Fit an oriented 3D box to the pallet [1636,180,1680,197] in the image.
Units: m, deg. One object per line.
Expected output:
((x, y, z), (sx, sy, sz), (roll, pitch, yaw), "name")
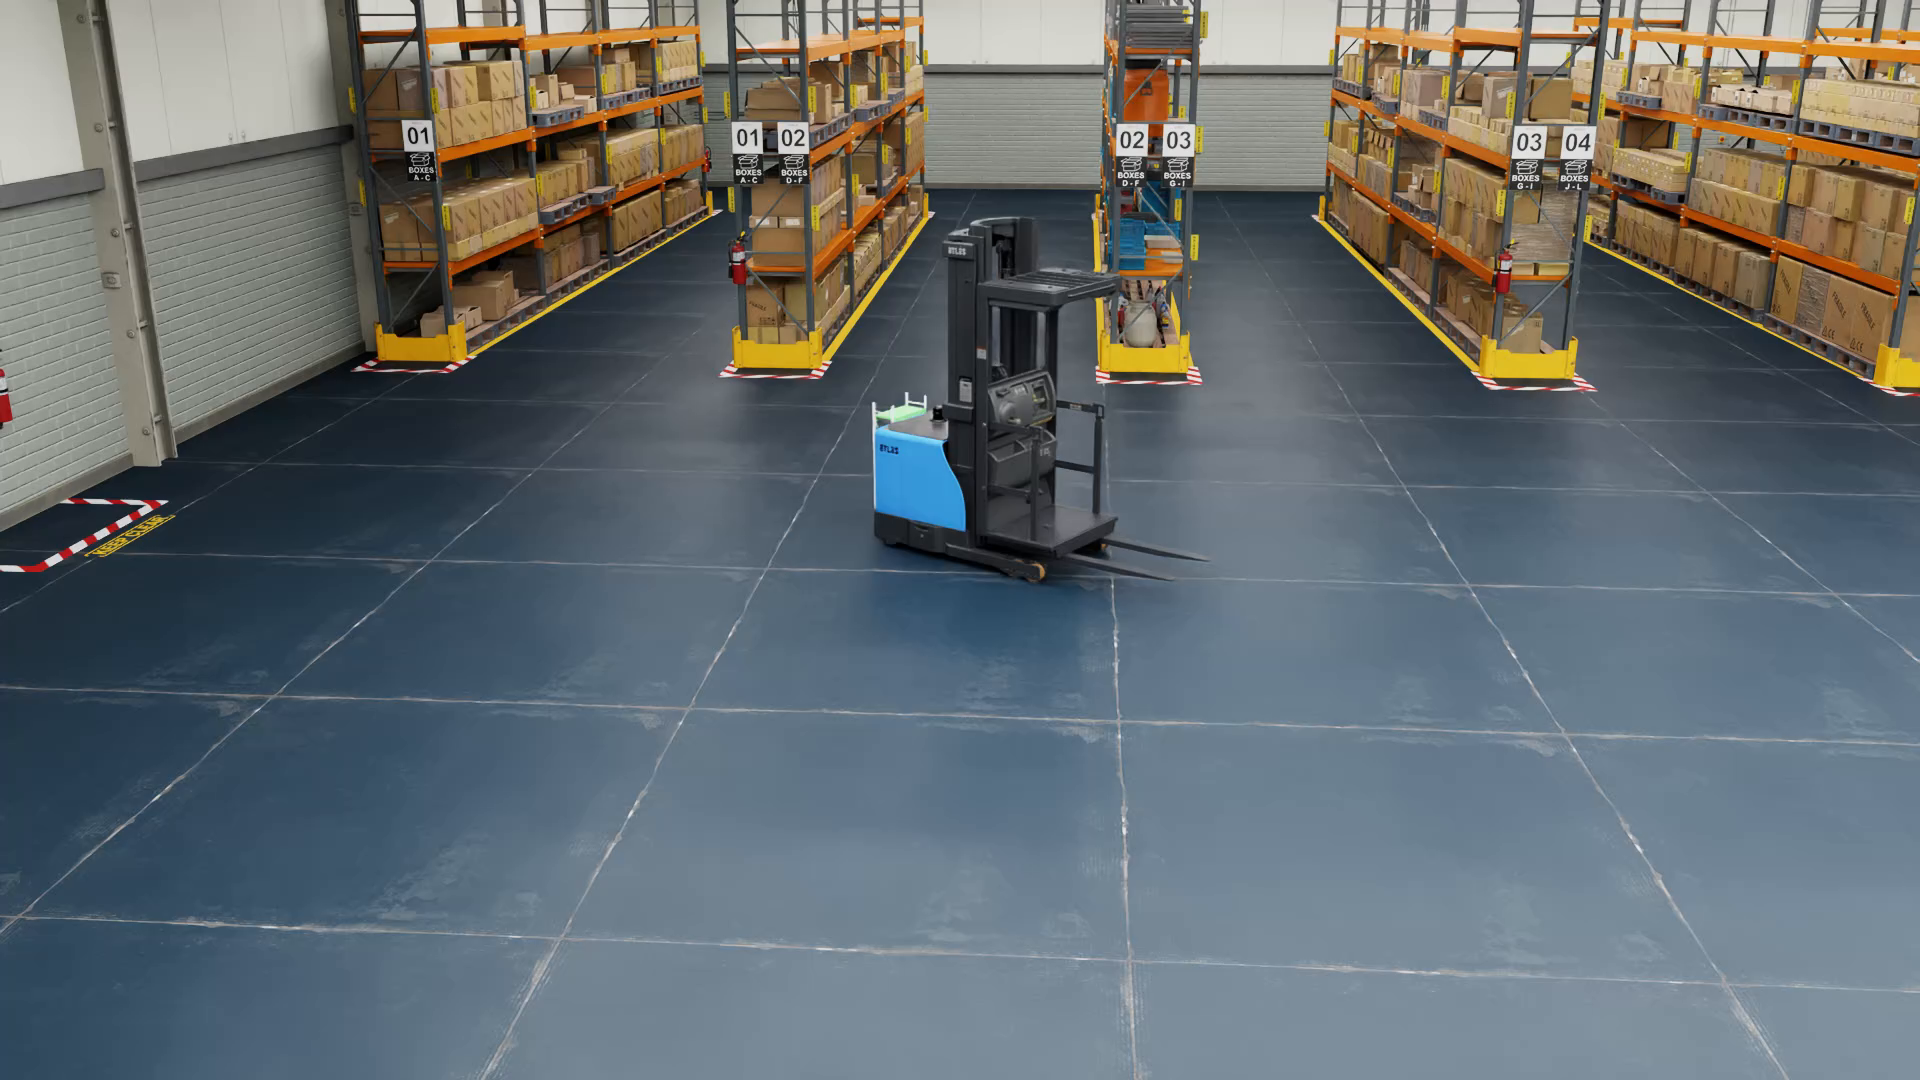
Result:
((13.045, -6.433, 30.373), (1.003, 0.211, 1.213), (1, 18, 4), "pallet")

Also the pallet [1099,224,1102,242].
((3.364, -6.307, 34.160), (1.003, 0.211, 1.213), (1, 18, 4), "pallet")

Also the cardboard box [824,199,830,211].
((-2.078, -4.820, 23.941), (0.380, 0.149, 0.250), (2, 18, 6), "cardboard box")

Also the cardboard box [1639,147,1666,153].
((13.517, -7.488, 32.646), (0.500, 0.500, 0.500), (1, 18, 3), "cardboard box")

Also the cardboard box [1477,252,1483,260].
((7.318, -3.928, 22.824), (0.380, 0.149, 0.250), (1, 18, 4), "cardboard box")

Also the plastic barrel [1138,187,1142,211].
((3.148, -5.638, 27.420), (0.433, 0.535, 0.433), (0, 18, 0), "plastic barrel")

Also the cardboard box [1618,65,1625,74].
((12.989, -9.118, 32.238), (0.380, 0.149, 0.250), (2, 18, 5), "cardboard box")

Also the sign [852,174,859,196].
((-1.610, -5.468, 25.601), (0.100, 0.325, 0.005), (1, 18, 4), "sign")

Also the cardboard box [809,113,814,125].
((-2.190, -5.722, 22.581), (0.380, 0.149, 0.250), (1, 18, 4), "cardboard box")

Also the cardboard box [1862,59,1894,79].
((18.240, -9.213, 32.730), (0.797, 0.503, 0.637), (3, 18, 8), "cardboard box")

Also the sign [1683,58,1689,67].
((13.784, -8.998, 31.612), (0.100, 0.325, 0.005), (1, 18, 4), "sign")

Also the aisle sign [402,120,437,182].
((-7.097, -5.104, 21.834), (0.394, 0.787, 0.004), (1, 18, 4), "aisle sign")

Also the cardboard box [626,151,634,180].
((-6.444, -7.042, 31.254), (0.500, 0.500, 0.500), (1, 18, 4), "cardboard box")

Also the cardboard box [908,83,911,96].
((-1.268, -9.170, 33.842), (0.500, 0.250, 0.500), (1, 18, 4), "cardboard box")

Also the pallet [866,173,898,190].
((-1.742, -6.786, 31.450), (1.003, 0.211, 1.213), (1, 18, 4), "pallet")

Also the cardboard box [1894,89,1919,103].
((12.094, -5.625, 21.070), (0.380, 0.149, 0.250), (2, 18, 5), "cardboard box")

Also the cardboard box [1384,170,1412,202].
((7.792, -6.257, 29.367), (0.500, 0.500, 0.500), (2, 18, 6), "cardboard box")

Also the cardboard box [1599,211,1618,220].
((12.975, -6.475, 33.141), (0.380, 0.149, 0.250), (2, 18, 5), "cardboard box")

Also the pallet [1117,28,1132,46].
((2.661, -6.853, 22.659), (1.003, 0.211, 1.213), (1, 18, 4), "pallet")

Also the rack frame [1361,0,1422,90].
((8.290, -10.144, 31.755), (1.000, 3.000, 0.127), (1, 18, 4), "rack frame")

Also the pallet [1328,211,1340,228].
((8.598, -6.960, 36.152), (1.003, 0.211, 1.213), (1, 18, 4), "pallet")

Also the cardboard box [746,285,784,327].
((-2.709, -3.211, 22.768), (0.500, 0.500, 0.500), (1, 18, 4), "cardboard box")

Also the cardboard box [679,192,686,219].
((-6.297, -7.181, 35.689), (0.700, 0.500, 0.500), (2, 18, 5), "cardboard box")

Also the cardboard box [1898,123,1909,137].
((12.075, -5.166, 20.949), (0.380, 0.149, 0.250), (1, 18, 4), "cardboard box")

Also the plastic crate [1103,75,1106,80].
((3.253, -9.573, 34.931), (0.504, 0.338, 0.767), (1, 18, 4), "plastic crate")

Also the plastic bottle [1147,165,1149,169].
((3.597, -7.030, 31.966), (0.144, 0.351, 0.185), (1, 18, 4), "plastic bottle")

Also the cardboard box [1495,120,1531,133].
((7.185, -5.368, 21.599), (0.380, 0.149, 0.250), (0, 18, 2), "cardboard box")

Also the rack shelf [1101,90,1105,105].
((3.494, -9.108, 34.567), (1.077, 0.370, 4.000), (1, 18, 4), "rack shelf")

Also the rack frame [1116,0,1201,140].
((2.490, -6.527, 20.718), (1.000, 3.000, 0.127), (1, 18, 4), "rack frame")

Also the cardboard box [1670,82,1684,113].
((12.754, -7.720, 29.015), (0.500, 0.500, 0.500), (1, 18, 4), "cardboard box")

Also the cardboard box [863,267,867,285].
((-1.815, -4.363, 27.489), (0.500, 0.250, 0.500), (1, 18, 2), "cardboard box")

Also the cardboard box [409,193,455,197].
((-7.491, -4.660, 23.659), (0.500, 0.500, 0.500), (1, 18, 2), "cardboard box")

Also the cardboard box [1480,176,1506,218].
((7.253, -4.562, 22.110), (0.500, 0.500, 0.500), (1, 18, 4), "cardboard box")

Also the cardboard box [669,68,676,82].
((-6.168, -9.592, 34.296), (0.500, 0.250, 0.500), (1, 18, 3), "cardboard box")

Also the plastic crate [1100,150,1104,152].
((3.244, -8.321, 35.999), (0.416, 0.233, 0.300), (1, 18, 4), "plastic crate")

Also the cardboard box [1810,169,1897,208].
((12.673, -4.963, 23.605), (0.875, 0.550, 0.550), (1, 18, 4), "cardboard box")

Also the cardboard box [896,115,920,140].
((-1.129, -8.818, 35.576), (0.500, 0.500, 0.500), (2, 18, 5), "cardboard box")

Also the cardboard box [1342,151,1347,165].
((8.131, -7.825, 34.077), (0.500, 0.250, 0.500), (2, 18, 5), "cardboard box")

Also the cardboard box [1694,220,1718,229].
((13.235, -5.485, 29.308), (0.500, 0.250, 0.500), (0, 18, 1), "cardboard box")

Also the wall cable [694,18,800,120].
((-5.483, -11.991, 42.379), (3.097, 2.526, 0.112), (1, 18, 4), "wall cable")

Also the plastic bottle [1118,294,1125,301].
((2.415, -3.542, 24.918), (0.097, 0.271, 0.097), (0, 18, 0), "plastic bottle")

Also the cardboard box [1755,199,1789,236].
((12.428, -4.882, 25.170), (0.500, 0.500, 0.500), (1, 18, 4), "cardboard box")

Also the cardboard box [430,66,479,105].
((-7.010, -6.283, 22.993), (0.500, 0.500, 0.500), (2, 18, 5), "cardboard box")

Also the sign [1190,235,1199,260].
((3.038, -3.794, 21.568), (0.100, 0.325, 0.005), (1, 18, 4), "sign")

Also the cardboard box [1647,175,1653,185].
((12.597, -6.470, 29.907), (0.380, 0.149, 0.250), (0, 18, 1), "cardboard box")

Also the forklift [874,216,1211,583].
((0.708, -1.217, 14.257), (3.031, 2.935, 1.130), (13, 22, 34), "forklift")

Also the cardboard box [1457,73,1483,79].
((8.142, -7.294, 26.913), (0.500, 0.500, 0.500), (2, 18, 5), "cardboard box")

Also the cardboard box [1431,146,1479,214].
((7.914, -5.536, 25.691), (1.000, 1.000, 1.000), (1, 18, 4), "cardboard box")

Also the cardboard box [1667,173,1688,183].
((12.525, -6.293, 28.891), (0.380, 0.149, 0.250), (2, 18, 5), "cardboard box")

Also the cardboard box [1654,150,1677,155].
((13.378, -7.301, 31.488), (0.380, 0.149, 0.250), (1, 18, 2), "cardboard box")

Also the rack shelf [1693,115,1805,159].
((12.800, -6.371, 26.213), (1.077, 0.370, 4.000), (1, 18, 4), "rack shelf")

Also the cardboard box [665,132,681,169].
((-6.418, -8.162, 34.859), (0.980, 0.700, 0.700), (1, 18, 3), "cardboard box")

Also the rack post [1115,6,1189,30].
((2.598, -7.094, 22.569), (0.937, 0.300, 0.954), (1, 18, 3), "rack post")

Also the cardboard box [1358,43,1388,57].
((8.422, -9.984, 33.886), (0.500, 0.250, 0.500), (1, 18, 2), "cardboard box")

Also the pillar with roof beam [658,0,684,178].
((-2.620, -12.479, 38.884), (9.100, 9.000, 0.400), (1, 18, 4), "pillar with roof beam")

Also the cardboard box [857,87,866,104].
((-1.873, -7.521, 28.135), (0.500, 0.250, 0.500), (2, 18, 5), "cardboard box")

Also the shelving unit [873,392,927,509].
((-0.556, -0.733, 15.559), (0.258, 1.200, 0.503), (13, 22, 34), "shelving unit")

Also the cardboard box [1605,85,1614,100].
((13.044, -8.818, 32.768), (0.500, 0.250, 0.500), (1, 18, 4), "cardboard box")

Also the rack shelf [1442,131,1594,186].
((7.574, -5.271, 22.856), (1.077, 0.370, 4.000), (1, 18, 4), "rack shelf")

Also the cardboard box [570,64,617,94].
((-6.802, -8.553, 30.852), (0.700, 0.500, 0.500), (2, 18, 7), "cardboard box")
